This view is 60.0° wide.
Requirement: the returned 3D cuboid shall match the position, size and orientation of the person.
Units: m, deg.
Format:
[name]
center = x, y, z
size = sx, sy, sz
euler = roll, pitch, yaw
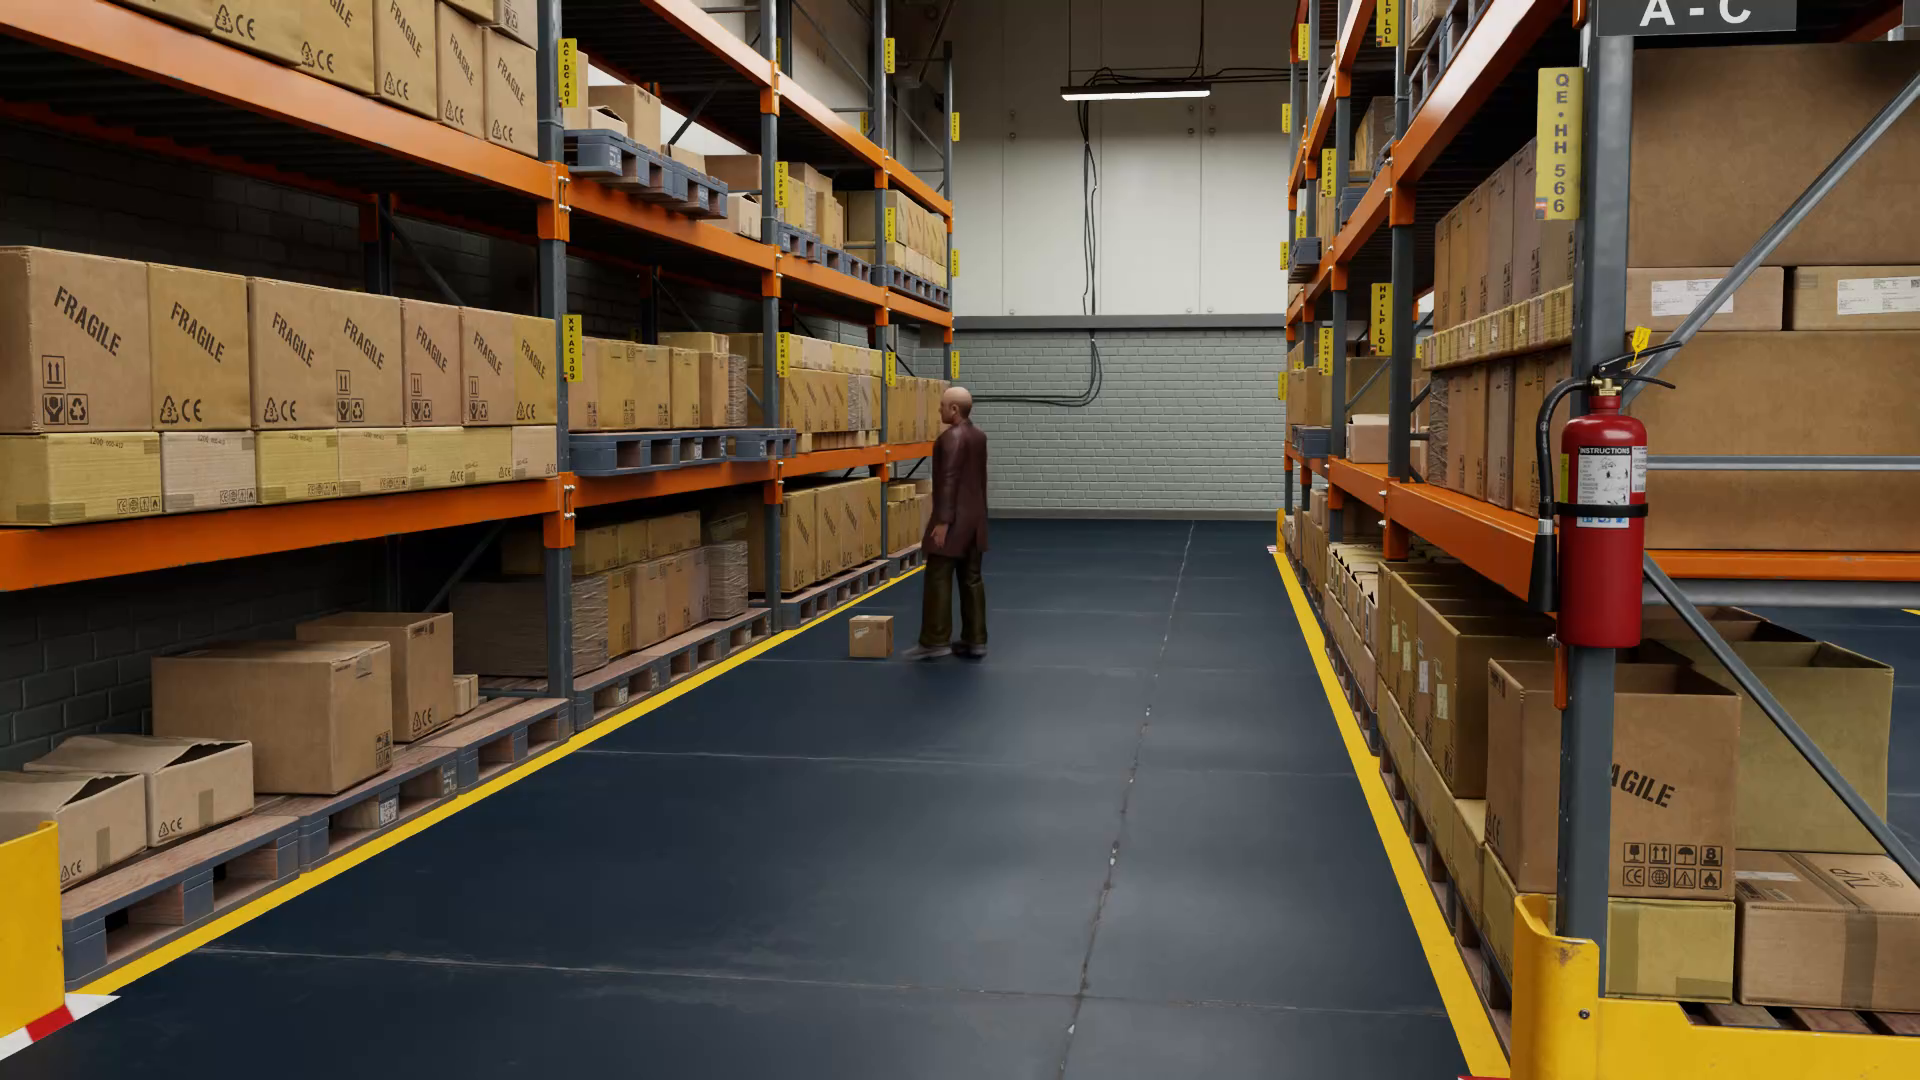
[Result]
[person]
center = -0.063, -0.111, 11.067
size = 0.529, 1.806, 0.649
euler = 2, 5, 29
